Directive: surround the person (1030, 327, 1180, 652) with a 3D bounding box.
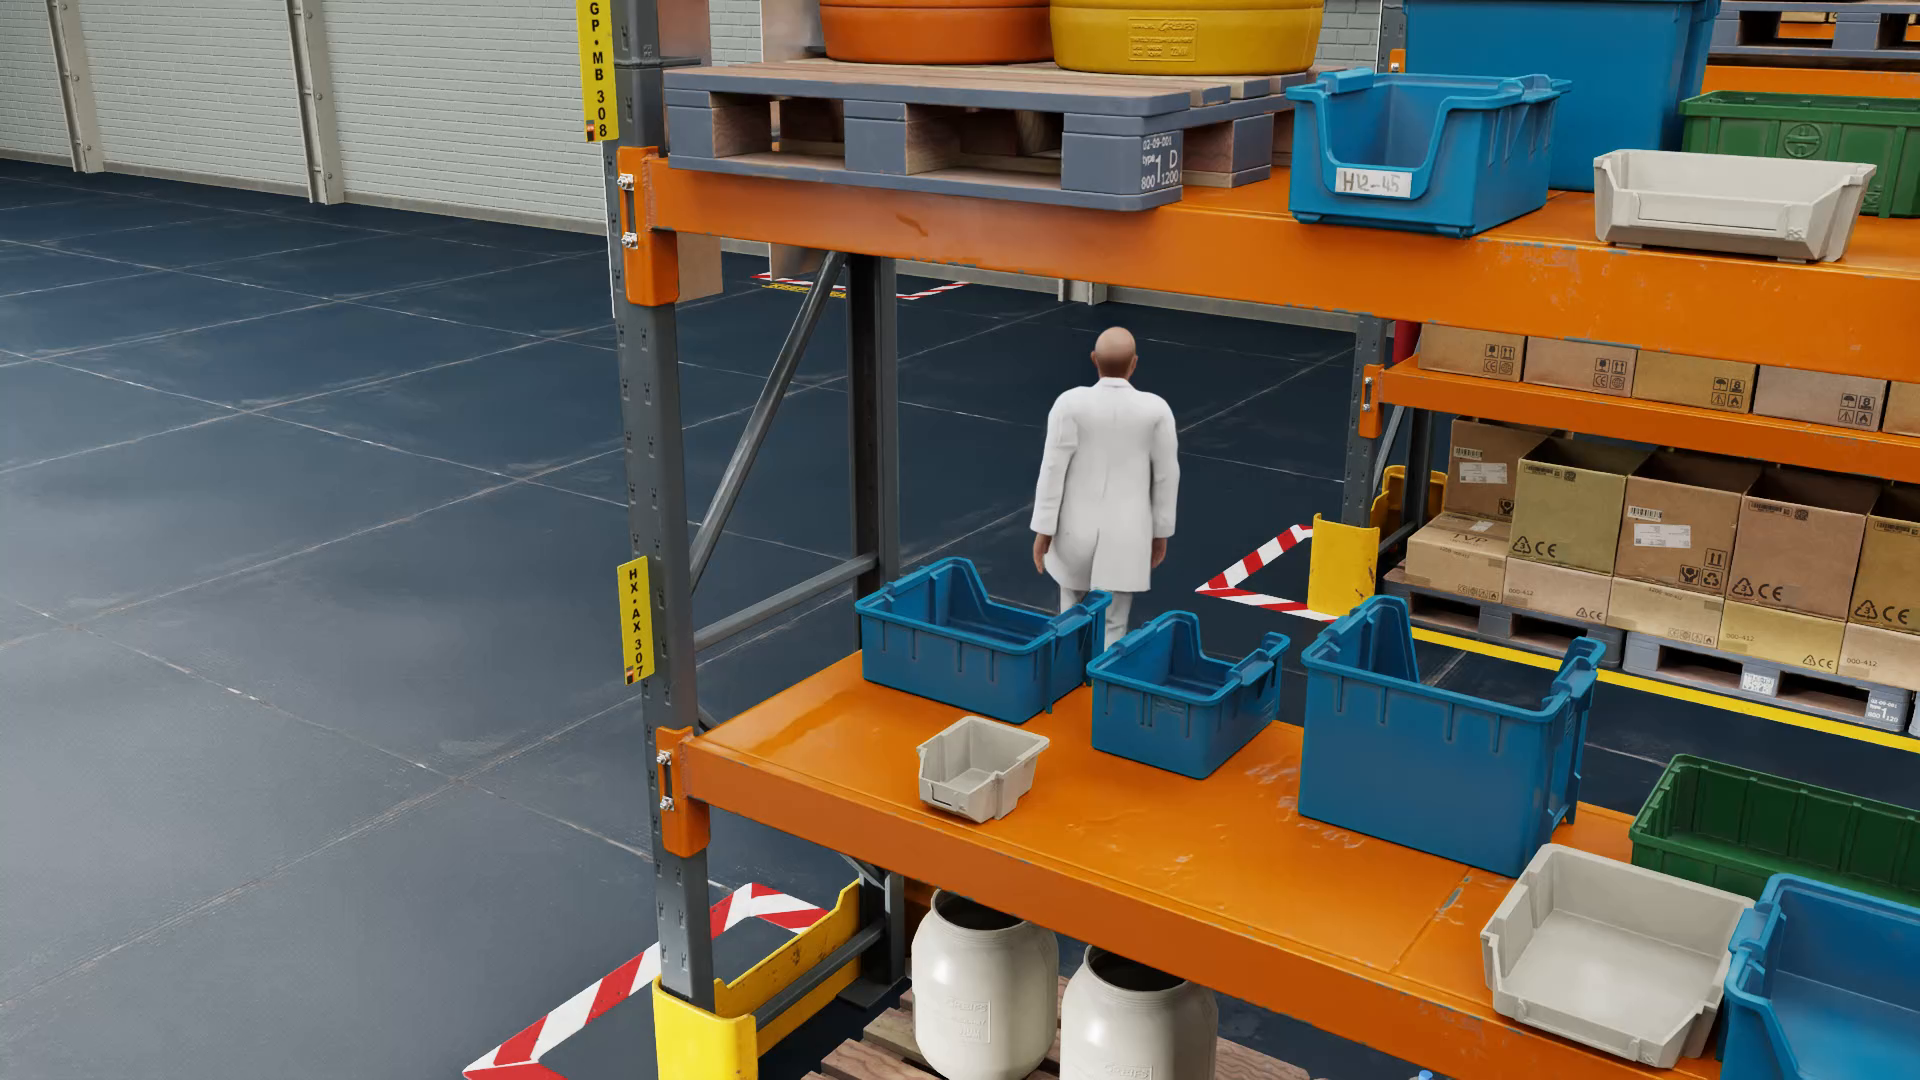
[{"bbox_3d":[0.618,0.003,7.125,0.615,1.818,0.702,3,20,8],"label":"person"}]
